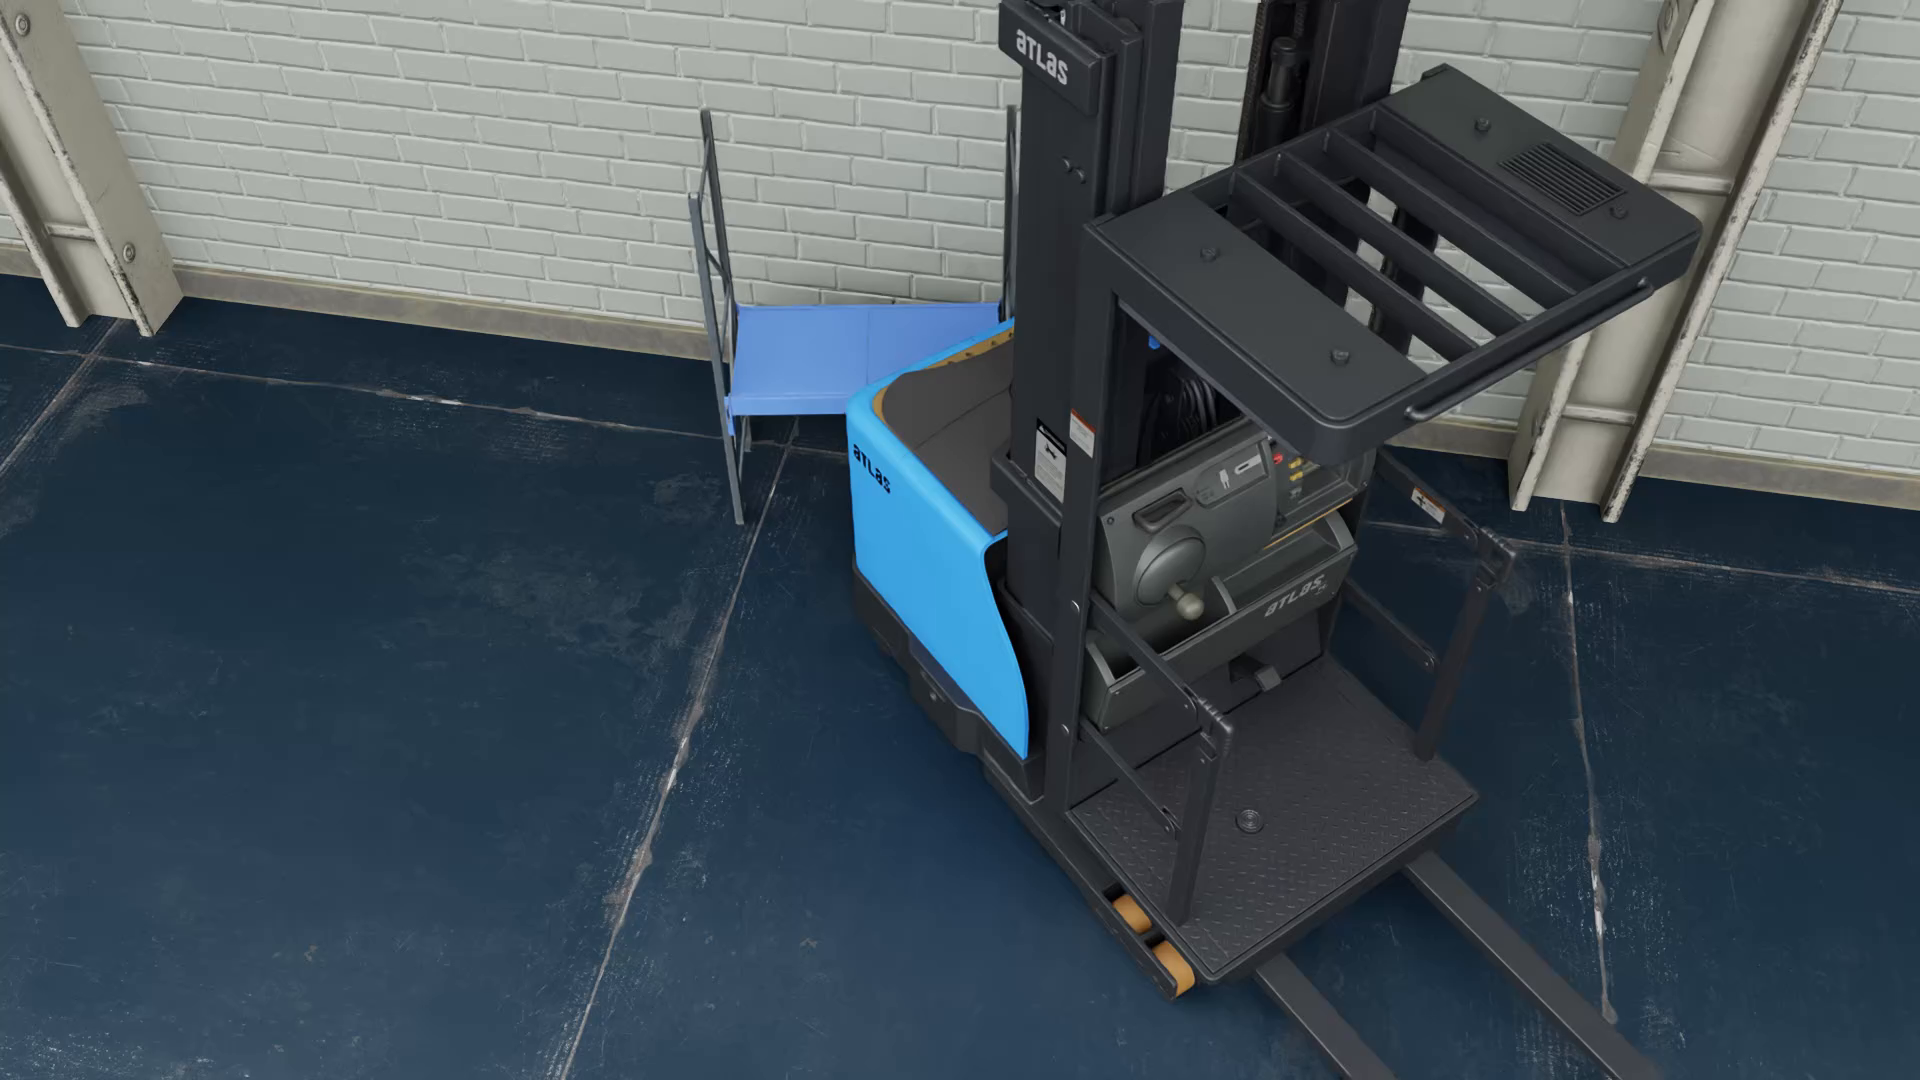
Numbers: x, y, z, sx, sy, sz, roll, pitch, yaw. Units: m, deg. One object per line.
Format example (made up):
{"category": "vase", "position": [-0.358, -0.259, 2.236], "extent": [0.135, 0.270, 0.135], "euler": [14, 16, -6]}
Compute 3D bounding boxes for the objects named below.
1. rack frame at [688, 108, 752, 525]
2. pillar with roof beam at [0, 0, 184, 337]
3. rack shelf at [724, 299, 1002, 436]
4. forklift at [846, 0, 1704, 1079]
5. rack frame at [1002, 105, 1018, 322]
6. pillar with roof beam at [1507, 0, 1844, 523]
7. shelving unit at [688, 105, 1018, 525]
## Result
{"category": "rack frame", "position": [-0.840, -0.745, 5.911], "extent": [0.032, 1.500, 0.500], "euler": [-1, 48, -1]}
{"category": "pillar with roof beam", "position": [-4.343, -0.854, 0.967], "extent": [0.400, 9.000, 9.100], "euler": [8, 49, 7]}
{"category": "rack shelf", "position": [-0.331, -0.633, 6.053], "extent": [1.000, 0.185, 0.538], "euler": [-1, 48, -1]}
{"category": "forklift", "position": [0.877, -0.022, 4.299], "extent": [1.130, 2.935, 3.031], "euler": [-27, 54, -22]}
{"category": "rack frame", "position": [0.177, -0.762, 5.926], "extent": [0.032, 1.500, 0.500], "euler": [-1, 48, -1]}
{"category": "pillar with roof beam", "position": [1.561, -0.060, 0.254], "extent": [0.400, 9.000, 9.100], "euler": [8, 49, 7]}
{"category": "shelving unit", "position": [-0.331, -0.753, 5.919], "extent": [1.048, 1.500, 0.538], "euler": [-1, 48, -1]}
